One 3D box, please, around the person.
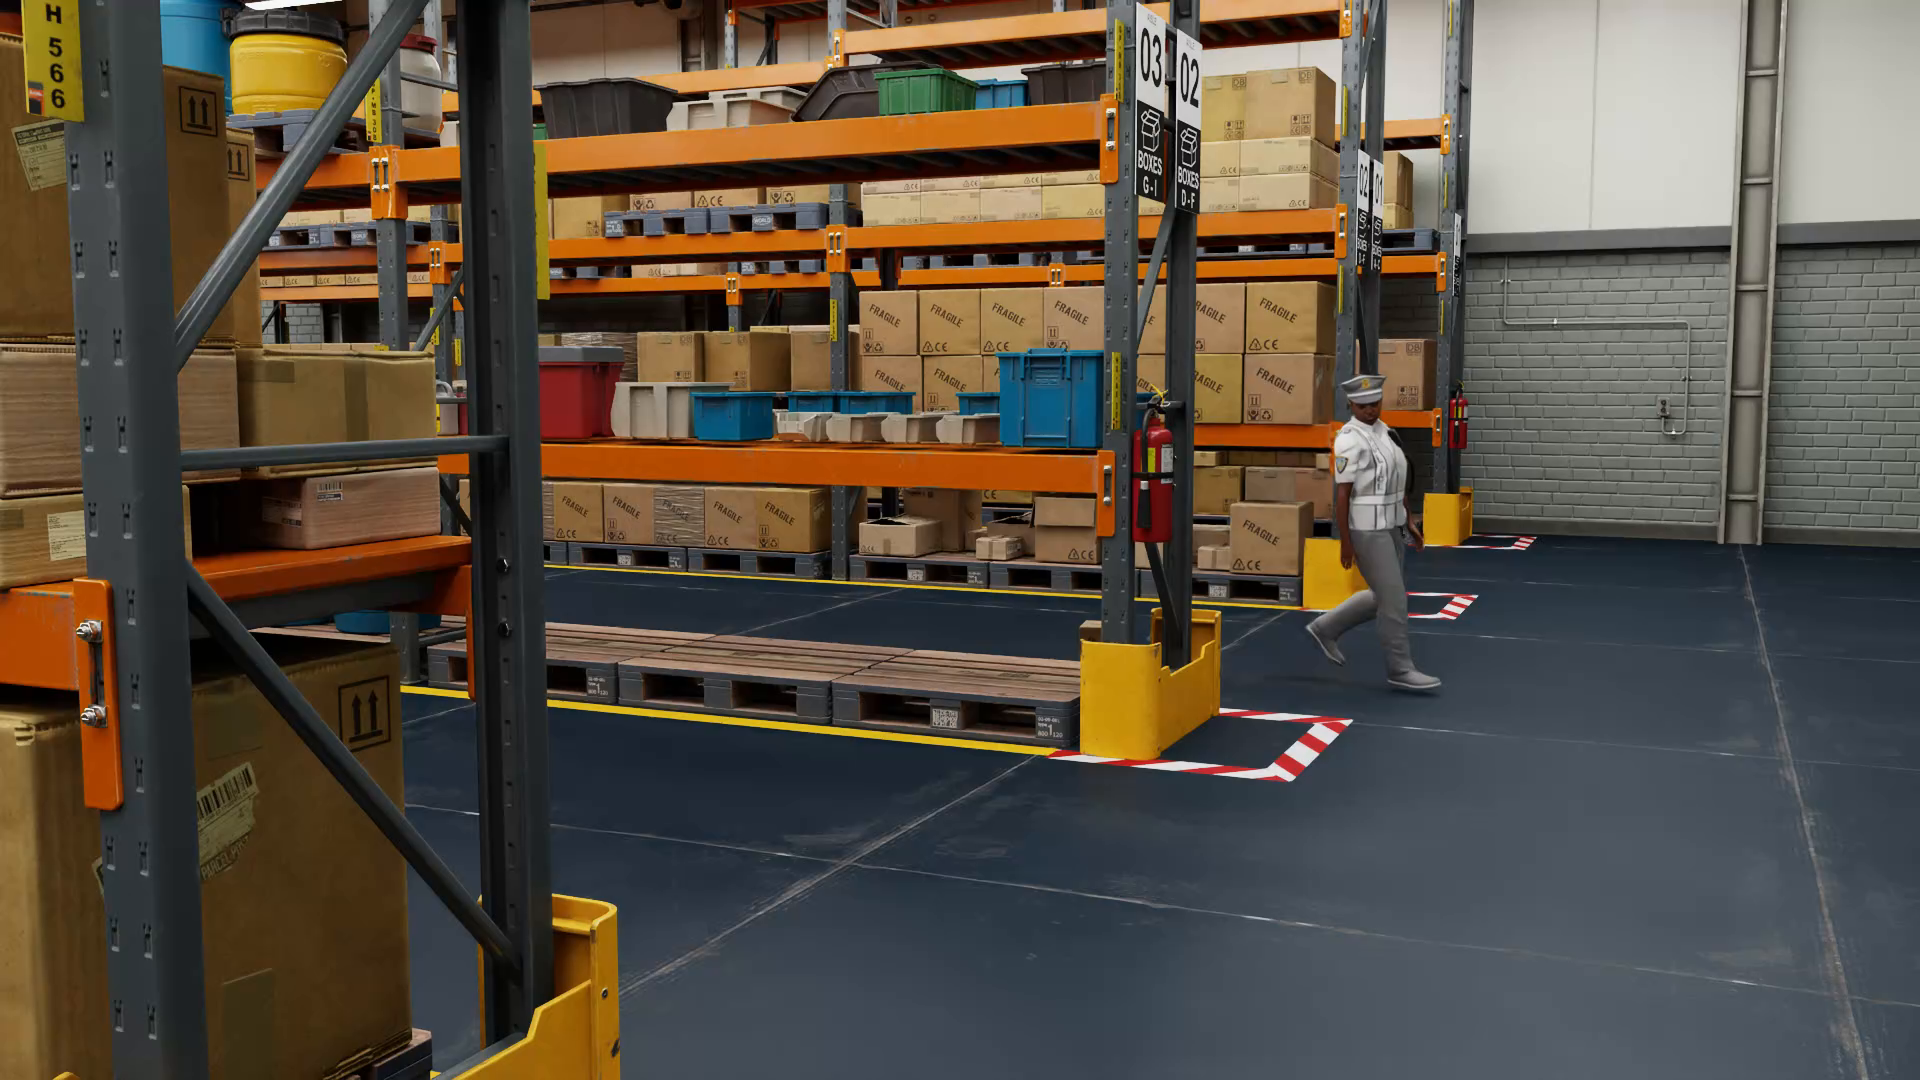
[{"bbox_3d":[2.132,-0.048,8.692,0.785,1.623,0.525,4,7,38],"label":"person"}]
